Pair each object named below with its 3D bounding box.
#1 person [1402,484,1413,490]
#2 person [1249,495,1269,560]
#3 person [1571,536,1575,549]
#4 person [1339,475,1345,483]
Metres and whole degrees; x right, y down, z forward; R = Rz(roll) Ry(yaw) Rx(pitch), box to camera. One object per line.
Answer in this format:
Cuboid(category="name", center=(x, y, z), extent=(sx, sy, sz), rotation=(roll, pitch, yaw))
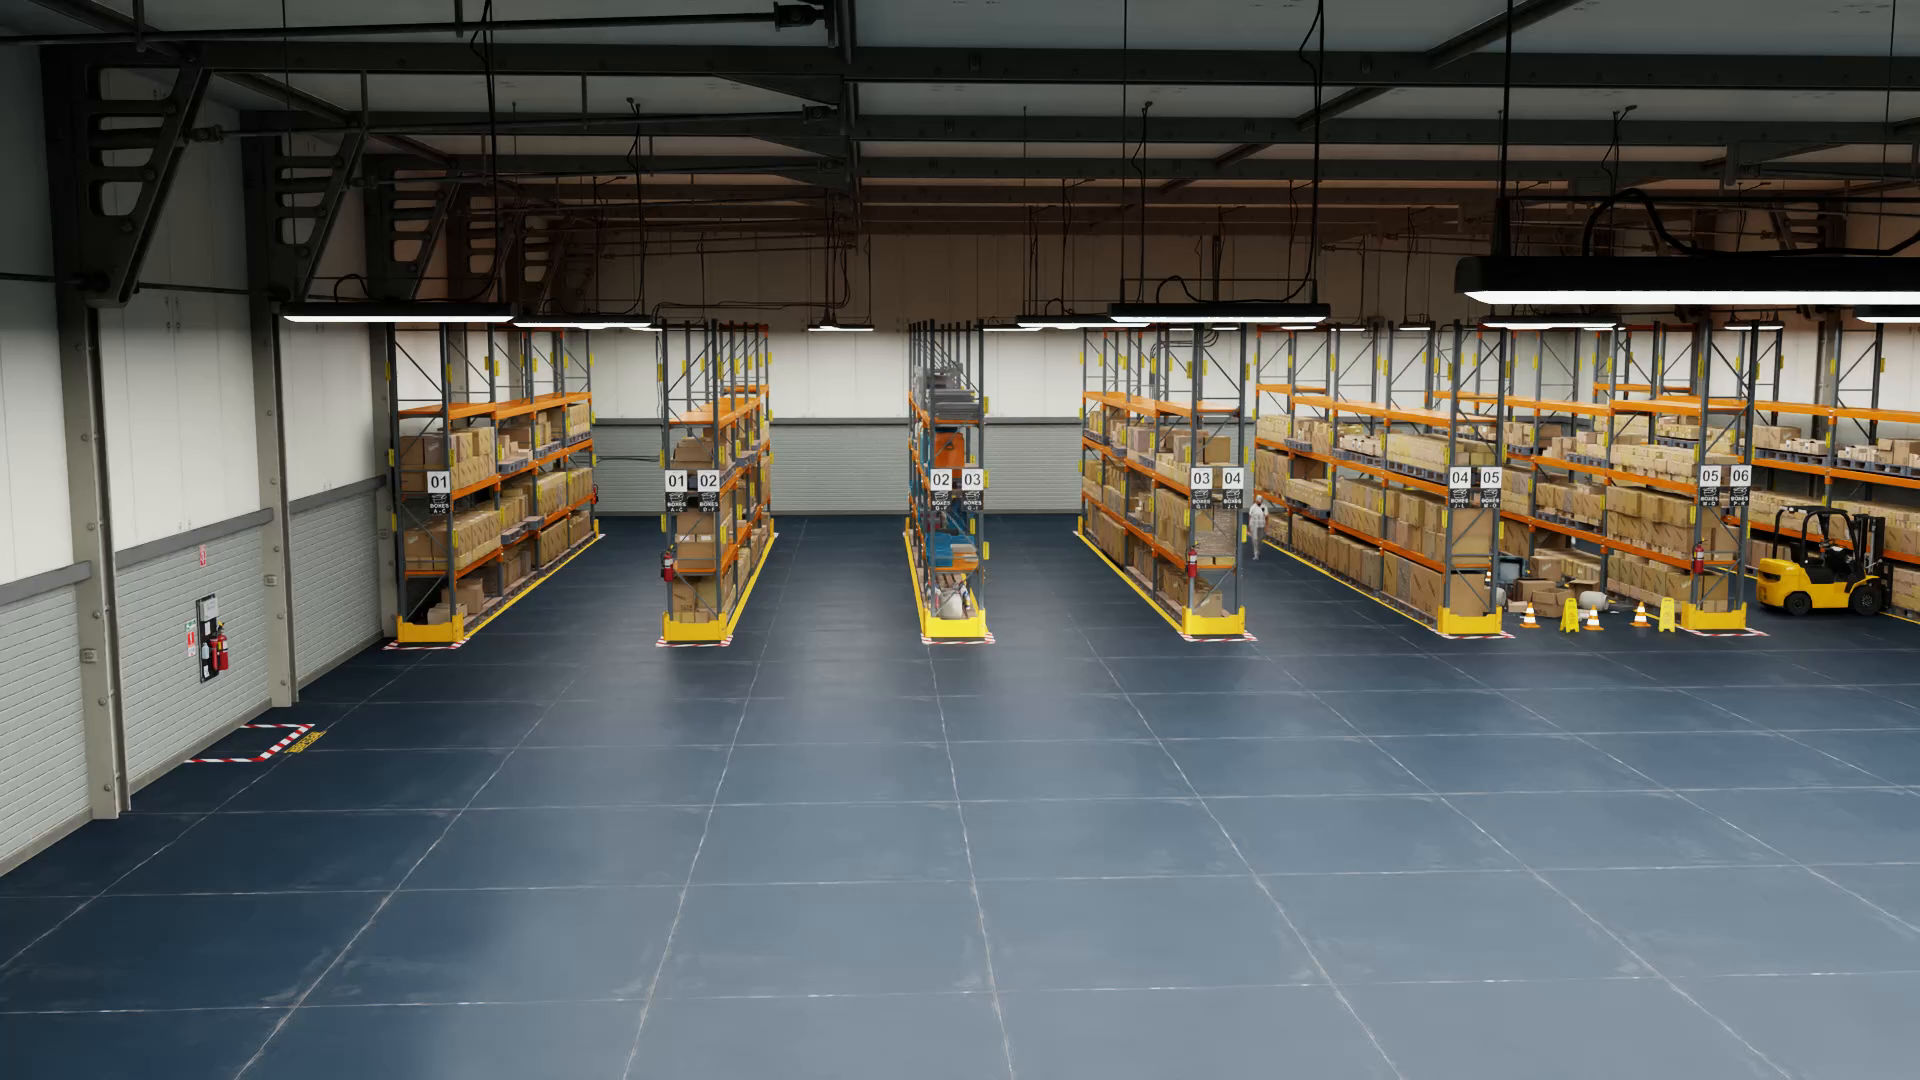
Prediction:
Cuboid(category="person", center=(12.280, -0.780, 45.724), extent=(0.407, 1.837, 0.643), rotation=(5, 9, 36))
Cuboid(category="person", center=(7.659, -0.354, 42.615), extent=(0.476, 1.617, 0.998), rotation=(-1, 7, -4))
Cuboid(category="person", center=(15.725, -0.462, 42.998), extent=(0.551, 1.837, 0.442), rotation=(-1, 7, -5))
Cuboid(category="person", center=(11.127, -1.117, 48.862), extent=(0.529, 1.632, 0.895), rotation=(-2, 7, -19))
